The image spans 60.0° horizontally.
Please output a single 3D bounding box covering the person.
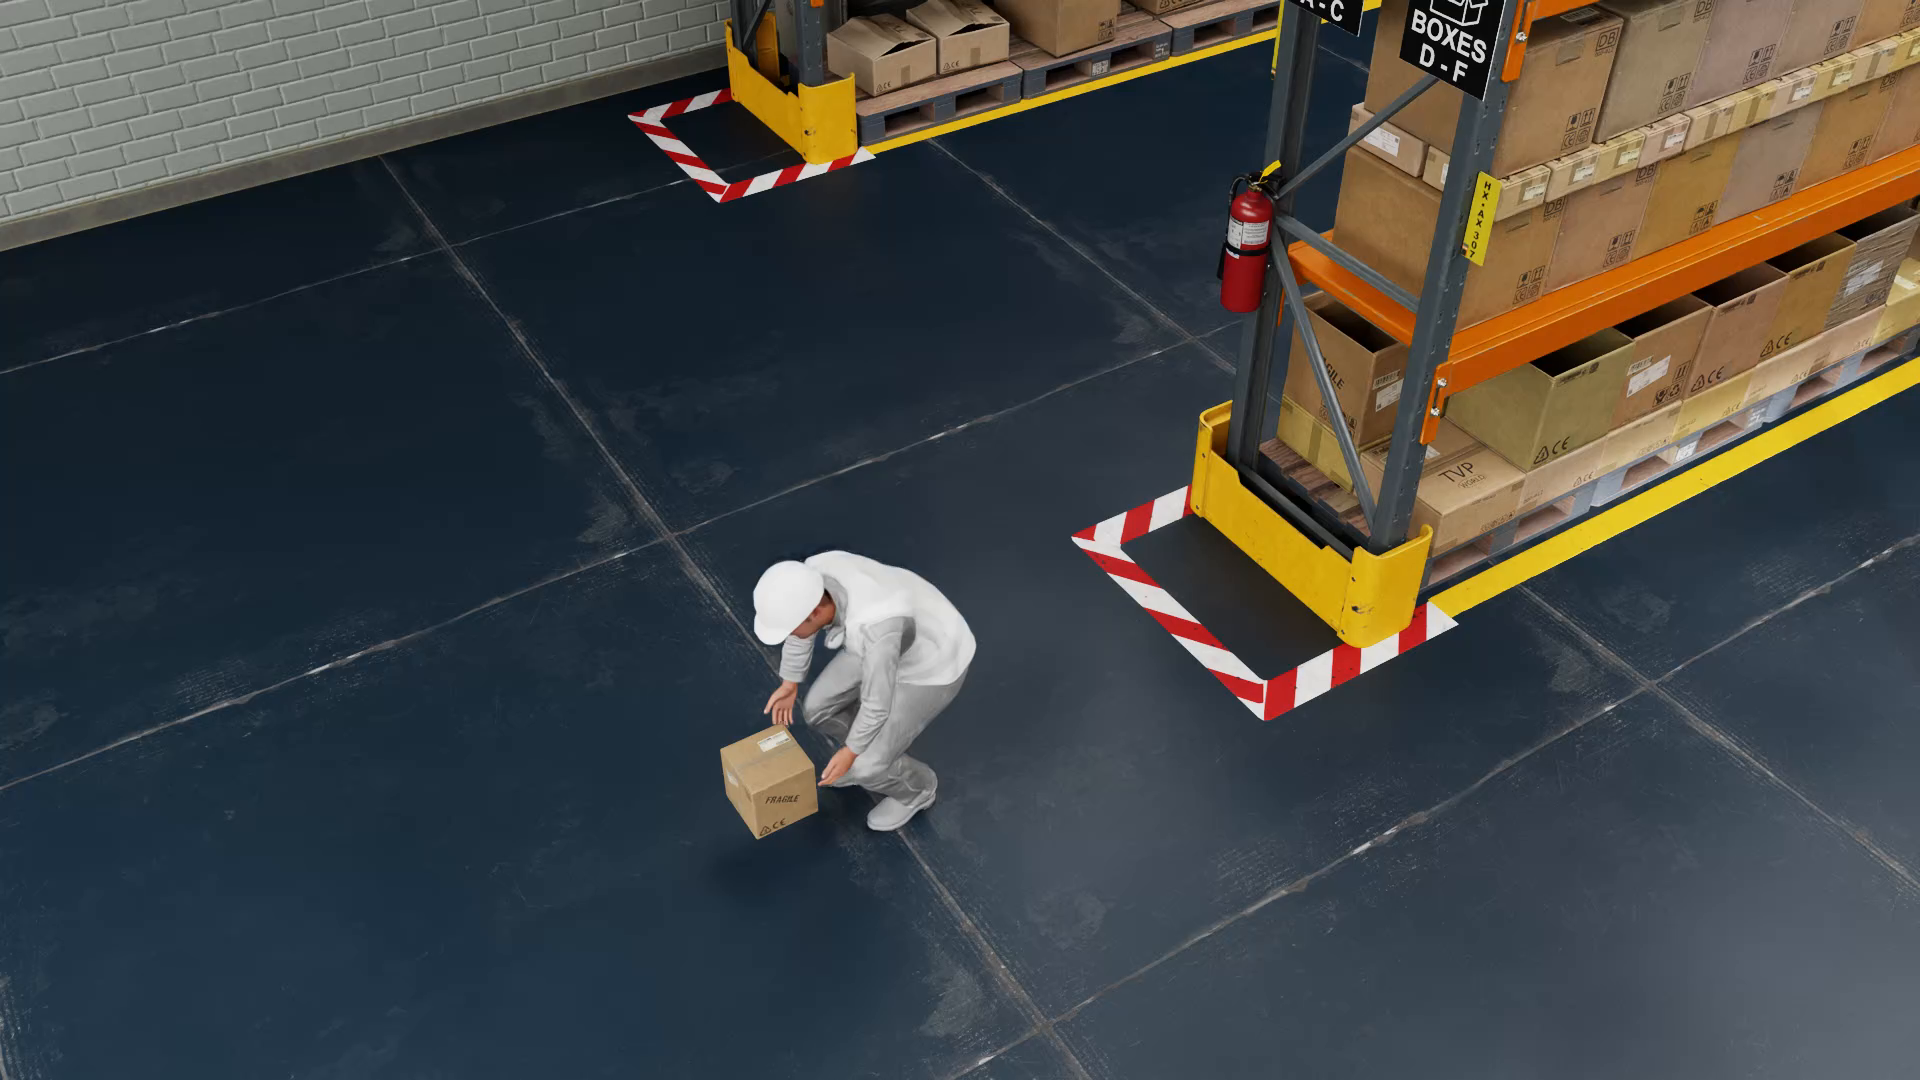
[{"bbox_3d":[-0.327,0.496,5.898,0.810,1.333,0.588,-22,45,-24],"label":"person"}]
